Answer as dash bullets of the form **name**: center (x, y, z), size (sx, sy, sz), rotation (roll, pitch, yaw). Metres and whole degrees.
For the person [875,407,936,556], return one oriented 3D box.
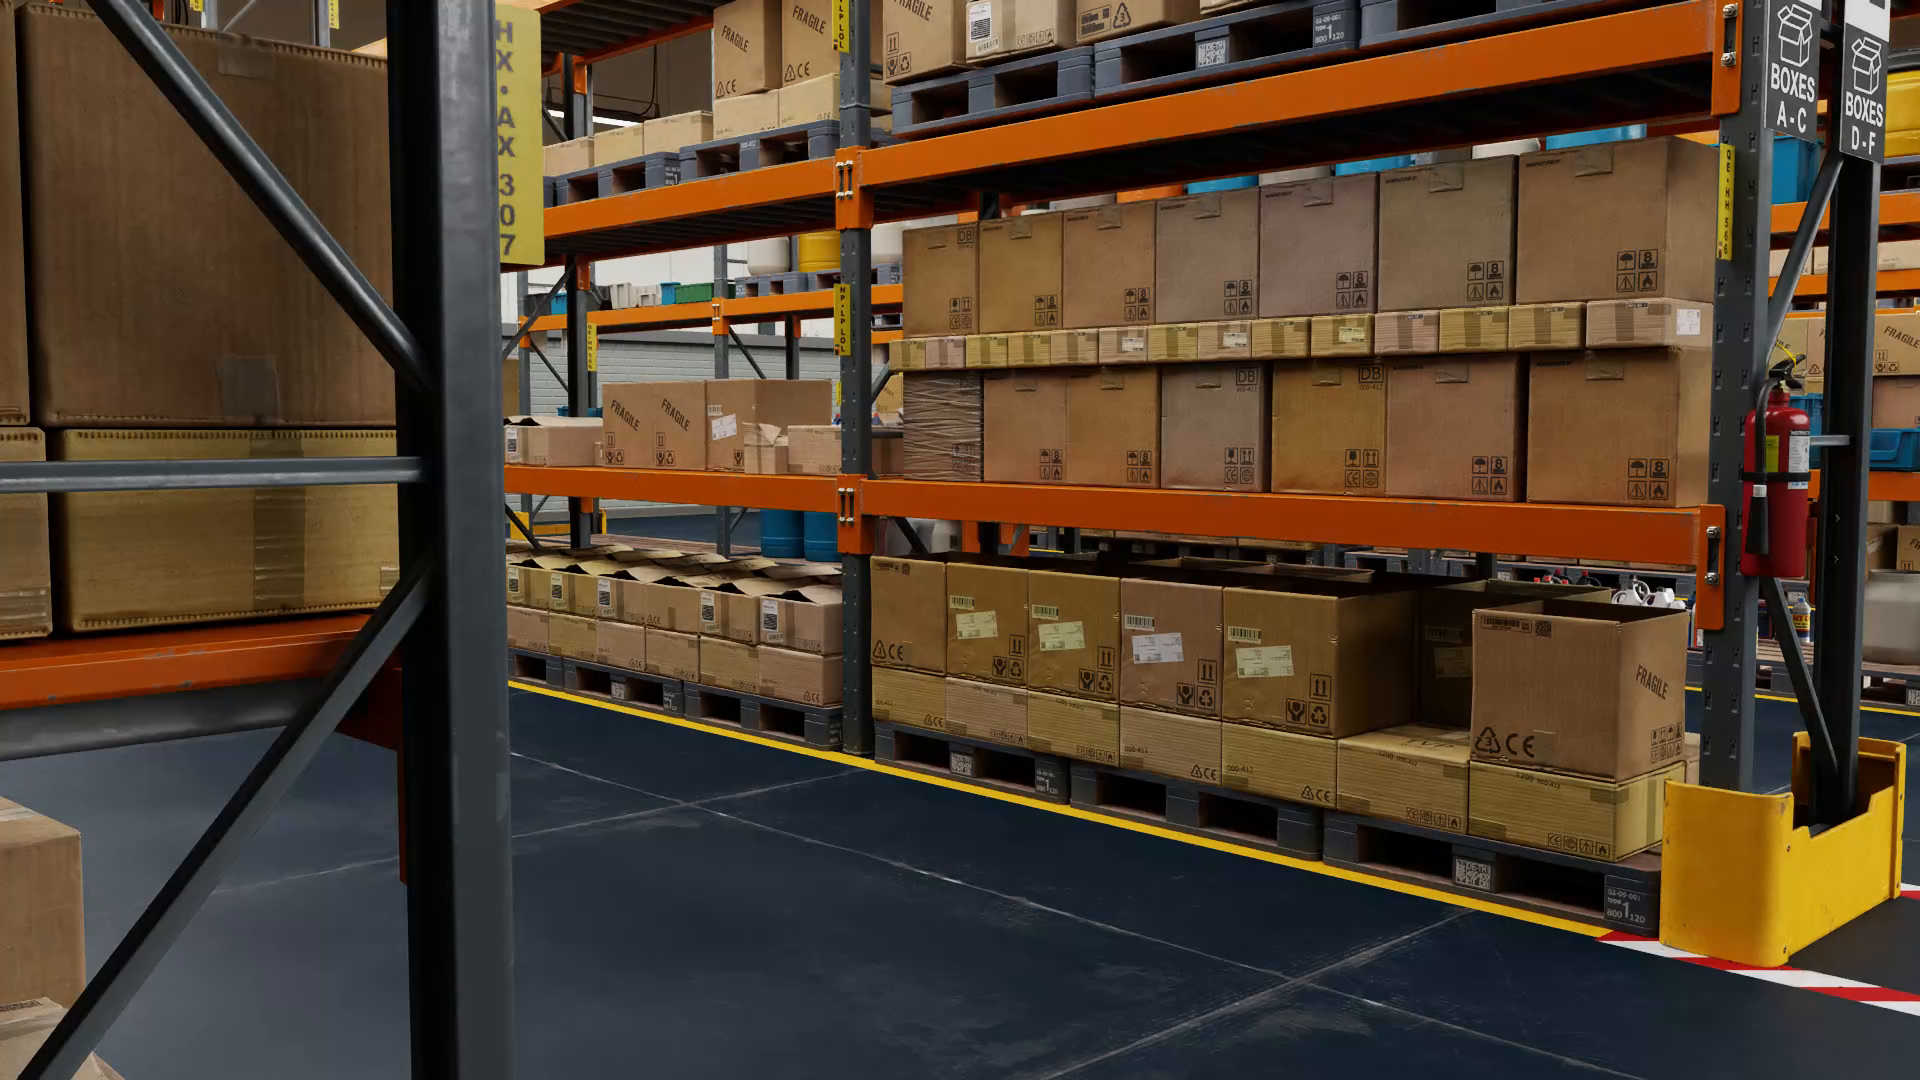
- **person**: center (-0.430, -0.153, 12.412), size (0.455, 1.691, 0.525), rotation (-4, 6, -44)
